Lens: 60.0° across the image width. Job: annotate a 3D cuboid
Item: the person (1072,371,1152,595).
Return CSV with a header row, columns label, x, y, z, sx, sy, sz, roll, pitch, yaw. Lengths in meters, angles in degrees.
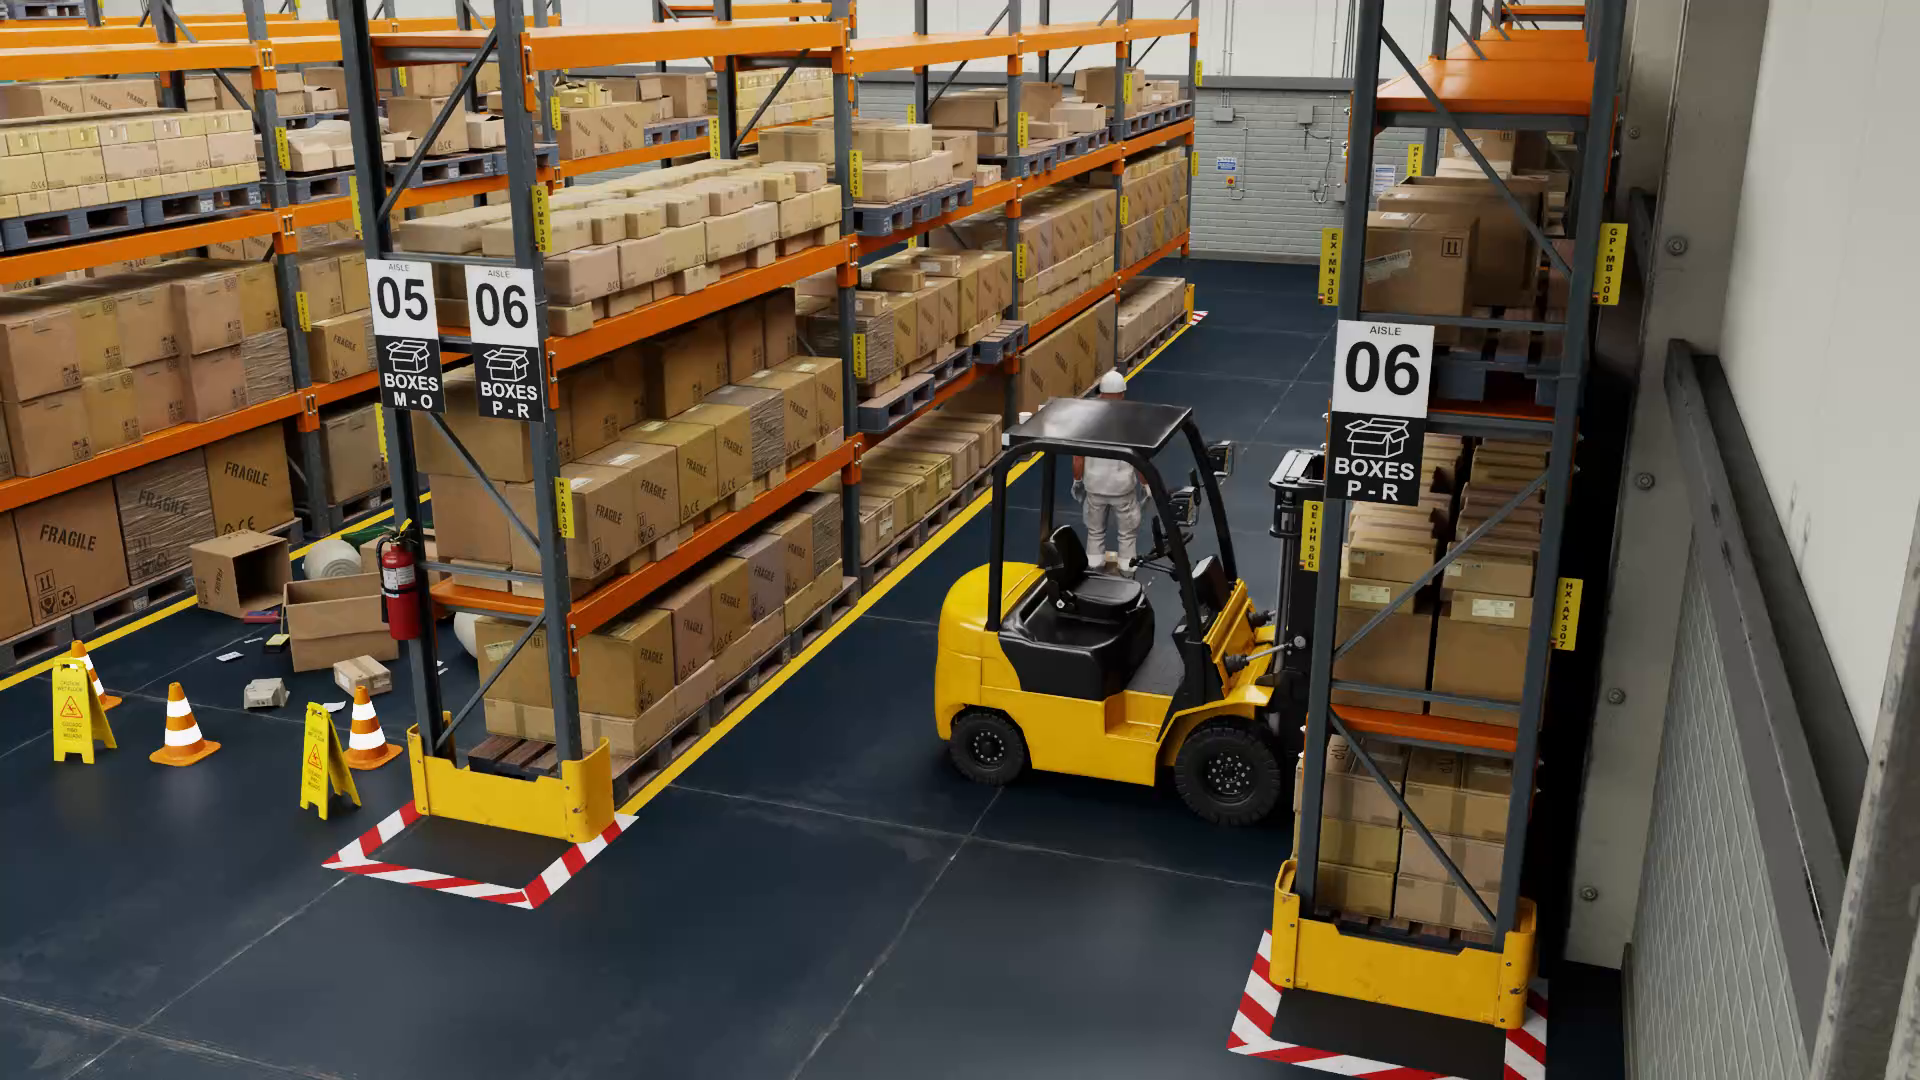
label,x,y,z,sx,sy,sz,roll,pitch,yaw
person,1.159,-0.405,12.749,0.623,1.780,0.447,5,19,16
